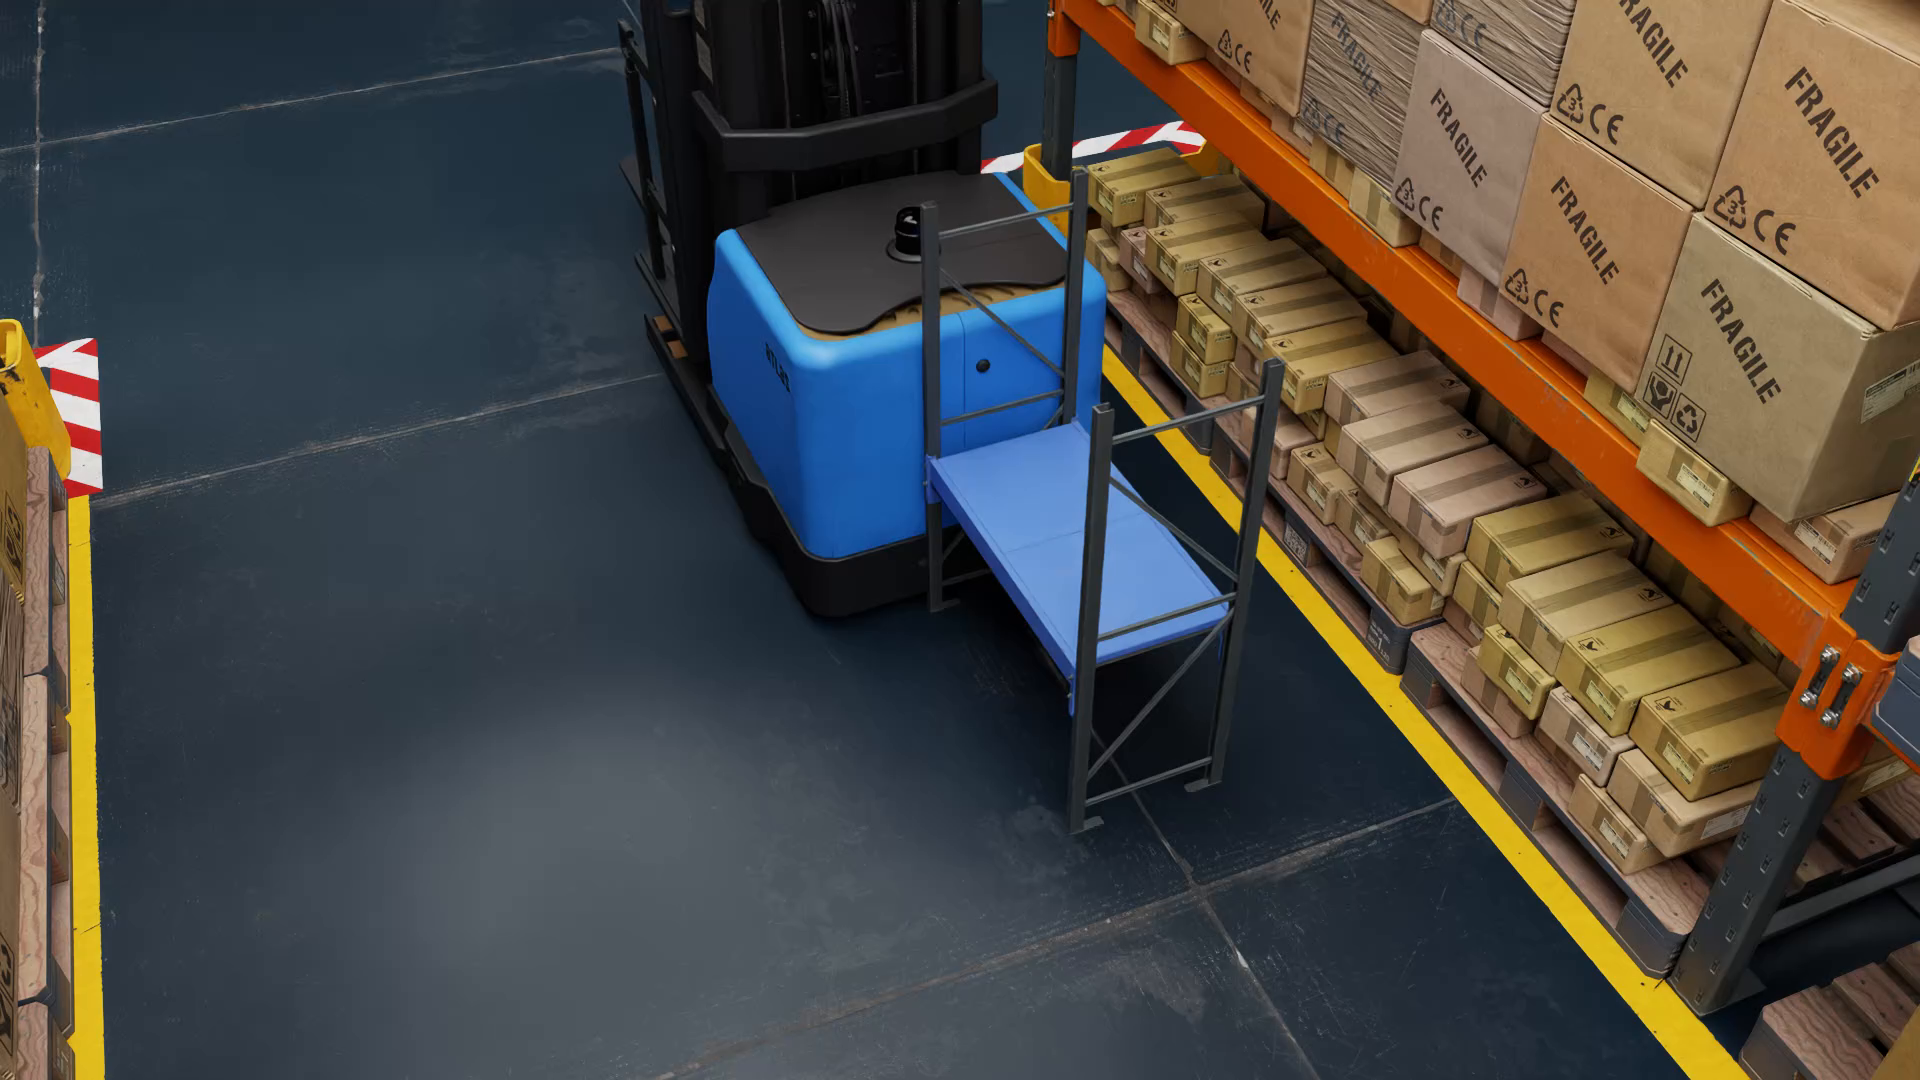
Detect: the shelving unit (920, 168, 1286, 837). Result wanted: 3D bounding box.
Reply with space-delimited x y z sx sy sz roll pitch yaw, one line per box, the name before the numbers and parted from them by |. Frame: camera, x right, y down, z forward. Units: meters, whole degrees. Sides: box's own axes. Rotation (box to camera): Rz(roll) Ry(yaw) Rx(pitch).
shelving unit | 0.332 -0.097 4.712 0.538 1.500 1.048 -16 43 -18

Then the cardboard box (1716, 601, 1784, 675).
cardboard box | 2.358 0.199 4.626 0.380 0.149 0.250 -13 42 -15

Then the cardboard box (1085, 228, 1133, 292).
cardboard box | 0.724 -1.150 6.651 0.380 0.149 0.250 -14 43 -16

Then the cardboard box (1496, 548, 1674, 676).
cardboard box | 1.736 0.197 4.628 0.380 0.149 0.250 -15 43 -17

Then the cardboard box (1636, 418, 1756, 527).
cardboard box | 1.825 -0.204 3.879 0.380 0.149 0.250 -16 43 -18

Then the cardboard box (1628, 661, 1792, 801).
cardboard box | 1.973 0.489 4.288 0.380 0.149 0.250 -14 43 -16

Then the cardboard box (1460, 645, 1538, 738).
cardboard box | 1.702 0.393 4.857 0.380 0.149 0.250 -16 43 -18

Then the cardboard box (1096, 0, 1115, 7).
cardboard box | 0.640 -2.095 6.078 0.380 0.149 0.250 -15 43 -17

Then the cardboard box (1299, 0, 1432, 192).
cardboard box | 1.340 -1.358 4.724 0.500 0.500 0.500 -16 43 -18

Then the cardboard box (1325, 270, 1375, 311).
cardboard box | 1.493 -0.911 6.145 0.380 0.149 0.250 -16 43 -17

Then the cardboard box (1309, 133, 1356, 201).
cardboard box | 1.284 -1.168 5.000 0.380 0.149 0.250 -14 43 -15

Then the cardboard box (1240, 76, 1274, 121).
cardboard box | 1.136 -1.485 5.369 0.380 0.149 0.250 -16 43 -17

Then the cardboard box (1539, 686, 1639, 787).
cardboard box | 1.820 0.481 4.526 0.380 0.149 0.250 -17 44 -19

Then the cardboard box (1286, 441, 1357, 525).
cardboard box | 1.328 -0.221 5.571 0.380 0.149 0.250 -15 43 -17

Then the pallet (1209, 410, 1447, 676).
pallet | 1.589 -0.132 5.741 1.003 0.211 1.213 -15 43 -17

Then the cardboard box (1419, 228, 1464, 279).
cardboard box | 1.522 -0.864 4.647 0.380 0.149 0.250 -16 43 -17

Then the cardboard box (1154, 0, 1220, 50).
cardboard box | 0.964 -1.962 5.426 0.500 0.500 0.500 -15 43 -17

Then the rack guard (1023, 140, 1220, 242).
rack guard | 0.848 -1.473 7.080 1.175 0.500 0.348 -15 43 -17

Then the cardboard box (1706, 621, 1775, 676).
cardboard box | 2.327 0.323 4.710 0.380 0.149 0.250 -15 43 -17

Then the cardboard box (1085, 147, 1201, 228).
cardboard box | 0.705 -1.370 6.451 0.380 0.149 0.250 -17 44 -19

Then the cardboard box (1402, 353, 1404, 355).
cardboard box | 1.776 -0.631 5.819 0.380 0.149 0.250 -13 42 -15

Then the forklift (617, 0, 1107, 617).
forklift | -0.593 -1.827 5.627 1.130 2.935 3.031 -16 43 -18

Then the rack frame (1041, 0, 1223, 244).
rack frame | 0.819 -2.467 6.318 1.000 3.000 0.127 -15 43 -17

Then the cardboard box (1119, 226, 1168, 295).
cardboard box | 0.835 -1.099 6.364 0.380 0.149 0.250 -15 43 -17

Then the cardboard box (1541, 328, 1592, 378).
cardboard box | 1.742 -0.552 4.284 0.380 0.149 0.250 -16 43 -18

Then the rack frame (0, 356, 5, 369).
rack frame | -3.802 -1.290 4.950 1.000 3.000 0.127 -15 43 -17

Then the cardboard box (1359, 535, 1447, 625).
cardboard box | 1.488 0.090 5.210 0.380 0.149 0.250 -15 43 -17

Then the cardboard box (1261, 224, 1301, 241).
cardboard box | 1.335 -1.240 6.528 0.380 0.149 0.250 -16 43 -18

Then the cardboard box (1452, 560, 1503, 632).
cardboard box | 1.696 0.149 4.913 0.380 0.149 0.250 -15 43 -16

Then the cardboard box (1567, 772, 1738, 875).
cardboard box | 1.885 0.713 4.485 0.380 0.149 0.250 -15 43 -16

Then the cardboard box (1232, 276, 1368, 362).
cardboard box | 1.169 -0.752 5.733 0.380 0.149 0.250 -14 43 -15

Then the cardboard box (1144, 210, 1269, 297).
cardboard box | 0.900 -1.051 6.079 0.380 0.149 0.250 -15 43 -17

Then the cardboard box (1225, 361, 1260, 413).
cardboard box | 1.183 -0.553 5.957 0.380 0.149 0.250 -15 43 -17

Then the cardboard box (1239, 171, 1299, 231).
cardboard box | 1.299 -1.349 6.427 0.380 0.149 0.250 -14 43 -16

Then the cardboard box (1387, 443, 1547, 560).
cardboard box | 1.520 -0.119 4.996 0.380 0.149 0.250 -17 44 -19

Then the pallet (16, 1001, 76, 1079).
pallet | -2.491 1.699 3.613 1.003 0.211 1.213 -15 43 -17

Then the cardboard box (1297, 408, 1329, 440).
cardboard box | 1.339 -0.503 5.671 0.380 0.149 0.250 -13 42 -15

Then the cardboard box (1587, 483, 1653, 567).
cardboard box | 2.095 -0.093 4.965 0.380 0.149 0.250 -16 43 -18

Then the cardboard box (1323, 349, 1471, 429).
cardboard box | 1.412 -0.455 5.387 0.380 0.149 0.250 -15 43 -17

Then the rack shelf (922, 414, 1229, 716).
rack shelf | 0.332 0.039 4.830 0.538 0.185 1.000 -16 43 -18

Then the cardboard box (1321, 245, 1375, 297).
cardboard box | 1.556 -1.053 6.082 0.380 0.149 0.250 -17 43 -19

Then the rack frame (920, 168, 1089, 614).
rack frame | 0.126 -0.400 5.065 0.500 1.500 0.032 -16 43 -18

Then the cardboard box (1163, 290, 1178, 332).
cardboard box | 1.001 -0.865 6.319 0.380 0.149 0.250 -15 43 -16

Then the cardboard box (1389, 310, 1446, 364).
cardboard box | 1.708 -0.719 5.694 0.380 0.149 0.250 -16 43 -18

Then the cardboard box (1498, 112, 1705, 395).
cardboard box | 1.706 -0.742 4.008 0.500 0.500 0.500 -16 43 -18

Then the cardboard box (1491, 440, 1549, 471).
cardboard box | 1.978 -0.317 5.455 0.380 0.149 0.250 -15 43 -17

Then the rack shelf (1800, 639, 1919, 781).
rack shelf | 3.115 1.420 2.350 1.077 0.370 4.000 -15 43 -17

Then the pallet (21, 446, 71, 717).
pallet | -3.424 0.229 5.322 1.003 0.211 1.213 -15 43 -17

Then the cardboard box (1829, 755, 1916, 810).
cardboard box | 2.507 0.565 4.657 0.380 0.149 0.250 -17 44 -19

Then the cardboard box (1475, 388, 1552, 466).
cardboard box | 1.893 -0.410 5.334 0.380 0.149 0.250 -17 43 -19

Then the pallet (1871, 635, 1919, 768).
pallet | 2.507 0.512 3.001 1.003 0.211 1.213 -15 43 -17

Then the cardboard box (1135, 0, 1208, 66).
cardboard box | 0.829 -1.776 5.708 0.380 0.149 0.250 -16 43 -18

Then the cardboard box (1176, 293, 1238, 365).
cardboard box | 1.008 -0.792 6.007 0.380 0.149 0.250 -14 43 -16

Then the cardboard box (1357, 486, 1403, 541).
cardboard box | 1.496 -0.166 5.279 0.380 0.149 0.250 -17 44 -19

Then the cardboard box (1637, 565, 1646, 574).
cardboard box | 2.099 0.022 5.060 0.380 0.149 0.250 -17 44 -19

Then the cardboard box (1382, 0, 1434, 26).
cardboard box | 1.321 -1.733 4.393 0.500 0.500 0.500 -16 43 -18

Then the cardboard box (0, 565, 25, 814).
cardboard box | -3.135 0.270 4.443 0.875 0.875 0.875 -15 43 -17

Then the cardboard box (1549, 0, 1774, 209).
cardboard box | 1.717 -1.113 3.672 0.500 0.500 0.500 -16 43 -18
